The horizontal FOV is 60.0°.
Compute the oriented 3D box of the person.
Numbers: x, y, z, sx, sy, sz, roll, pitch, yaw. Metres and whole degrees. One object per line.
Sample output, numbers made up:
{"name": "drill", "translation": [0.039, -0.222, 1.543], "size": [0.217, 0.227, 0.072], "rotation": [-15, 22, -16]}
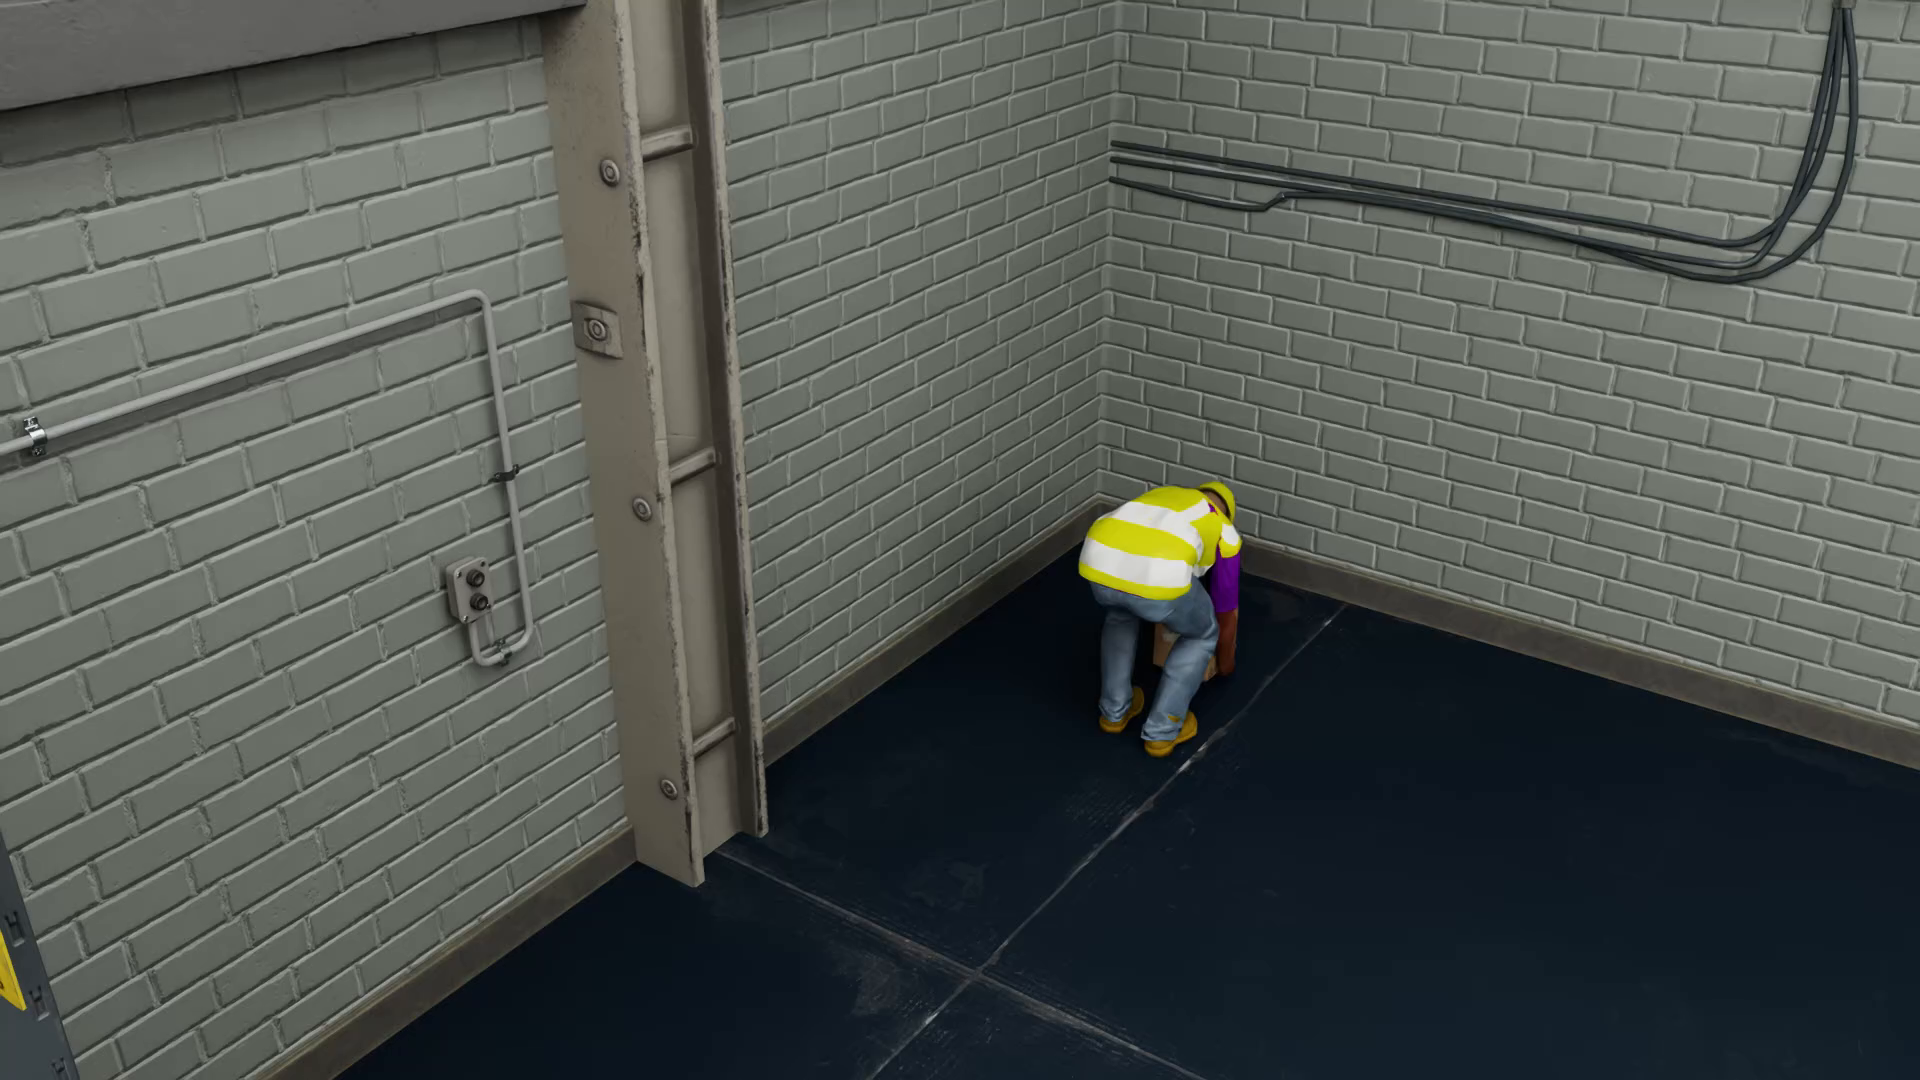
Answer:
{"name": "person", "translation": [0.806, 0.234, 6.479], "size": [0.503, 0.993, 0.974], "rotation": [16, 31, 28]}
